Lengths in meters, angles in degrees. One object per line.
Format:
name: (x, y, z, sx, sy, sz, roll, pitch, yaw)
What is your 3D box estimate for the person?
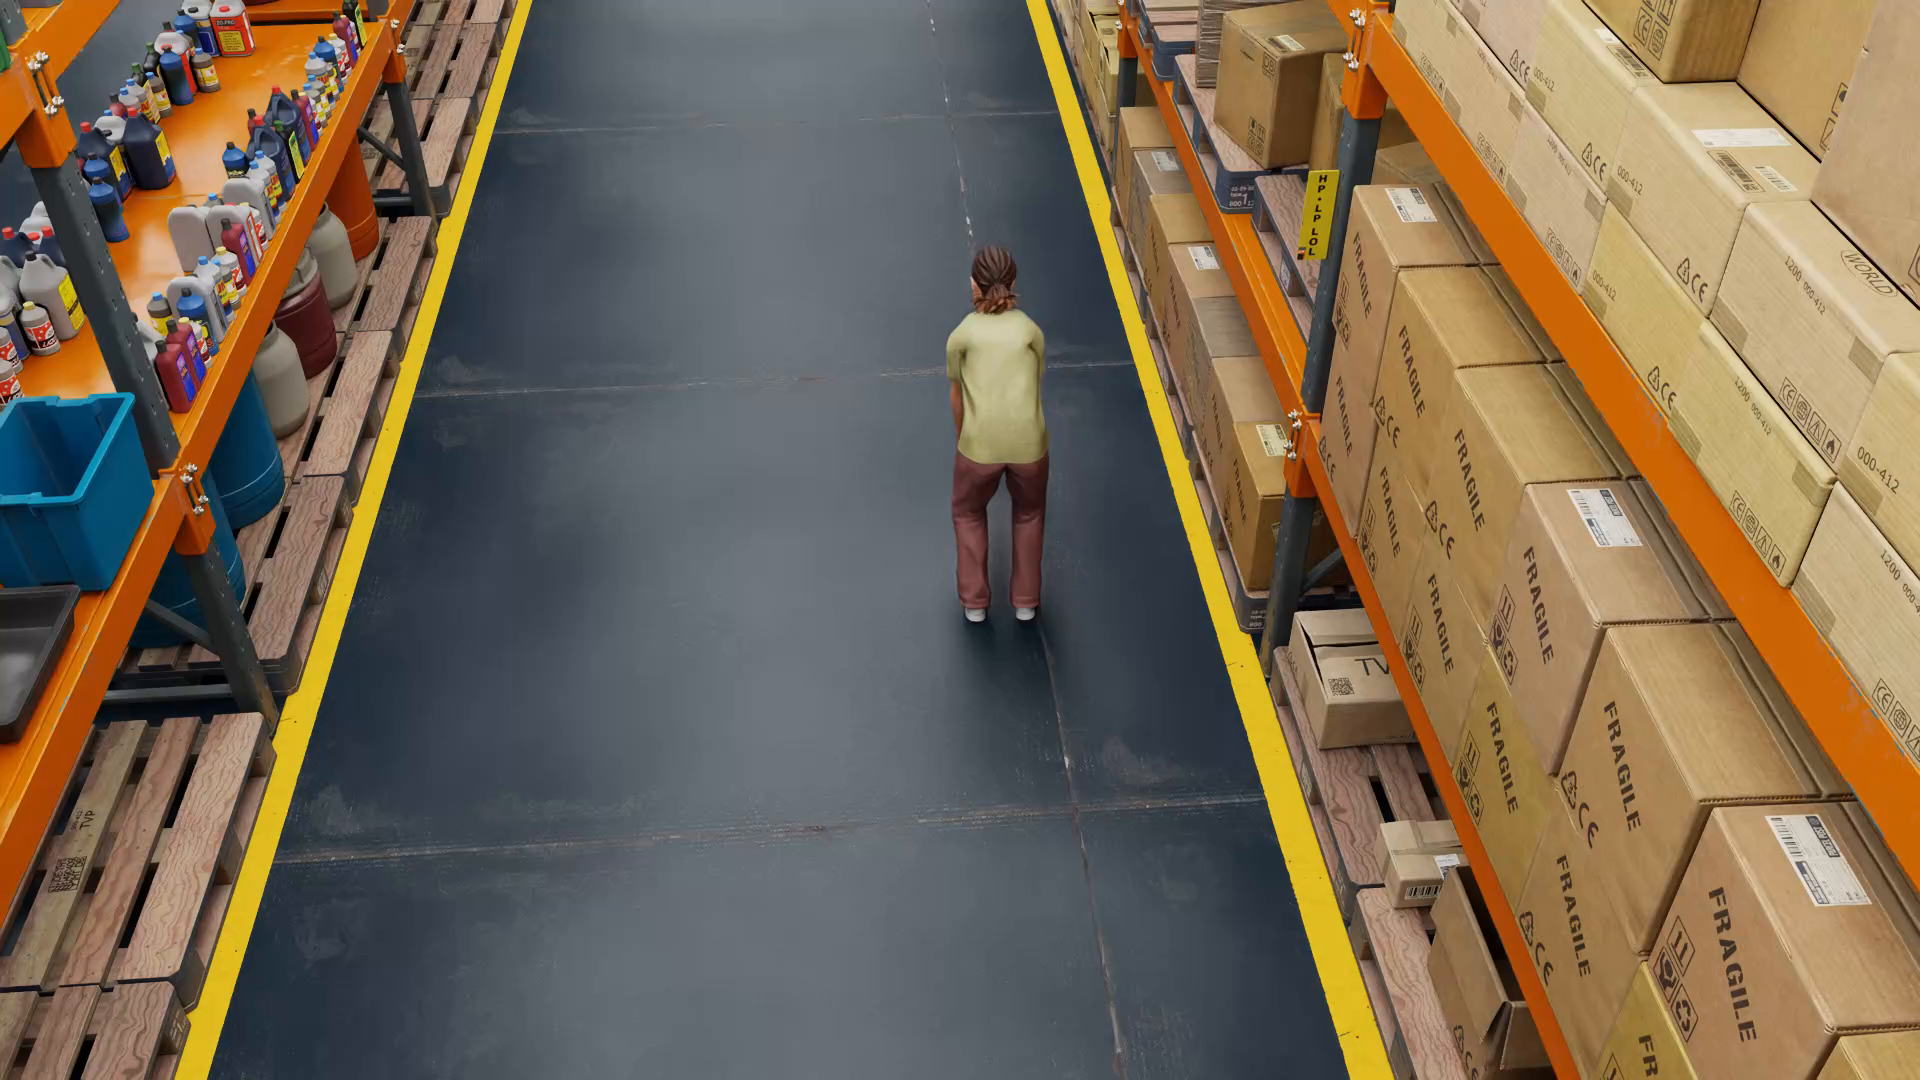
person: (0.149, -0.410, 6.758, 0.402, 1.555, 0.615, -3, 39, -4)
